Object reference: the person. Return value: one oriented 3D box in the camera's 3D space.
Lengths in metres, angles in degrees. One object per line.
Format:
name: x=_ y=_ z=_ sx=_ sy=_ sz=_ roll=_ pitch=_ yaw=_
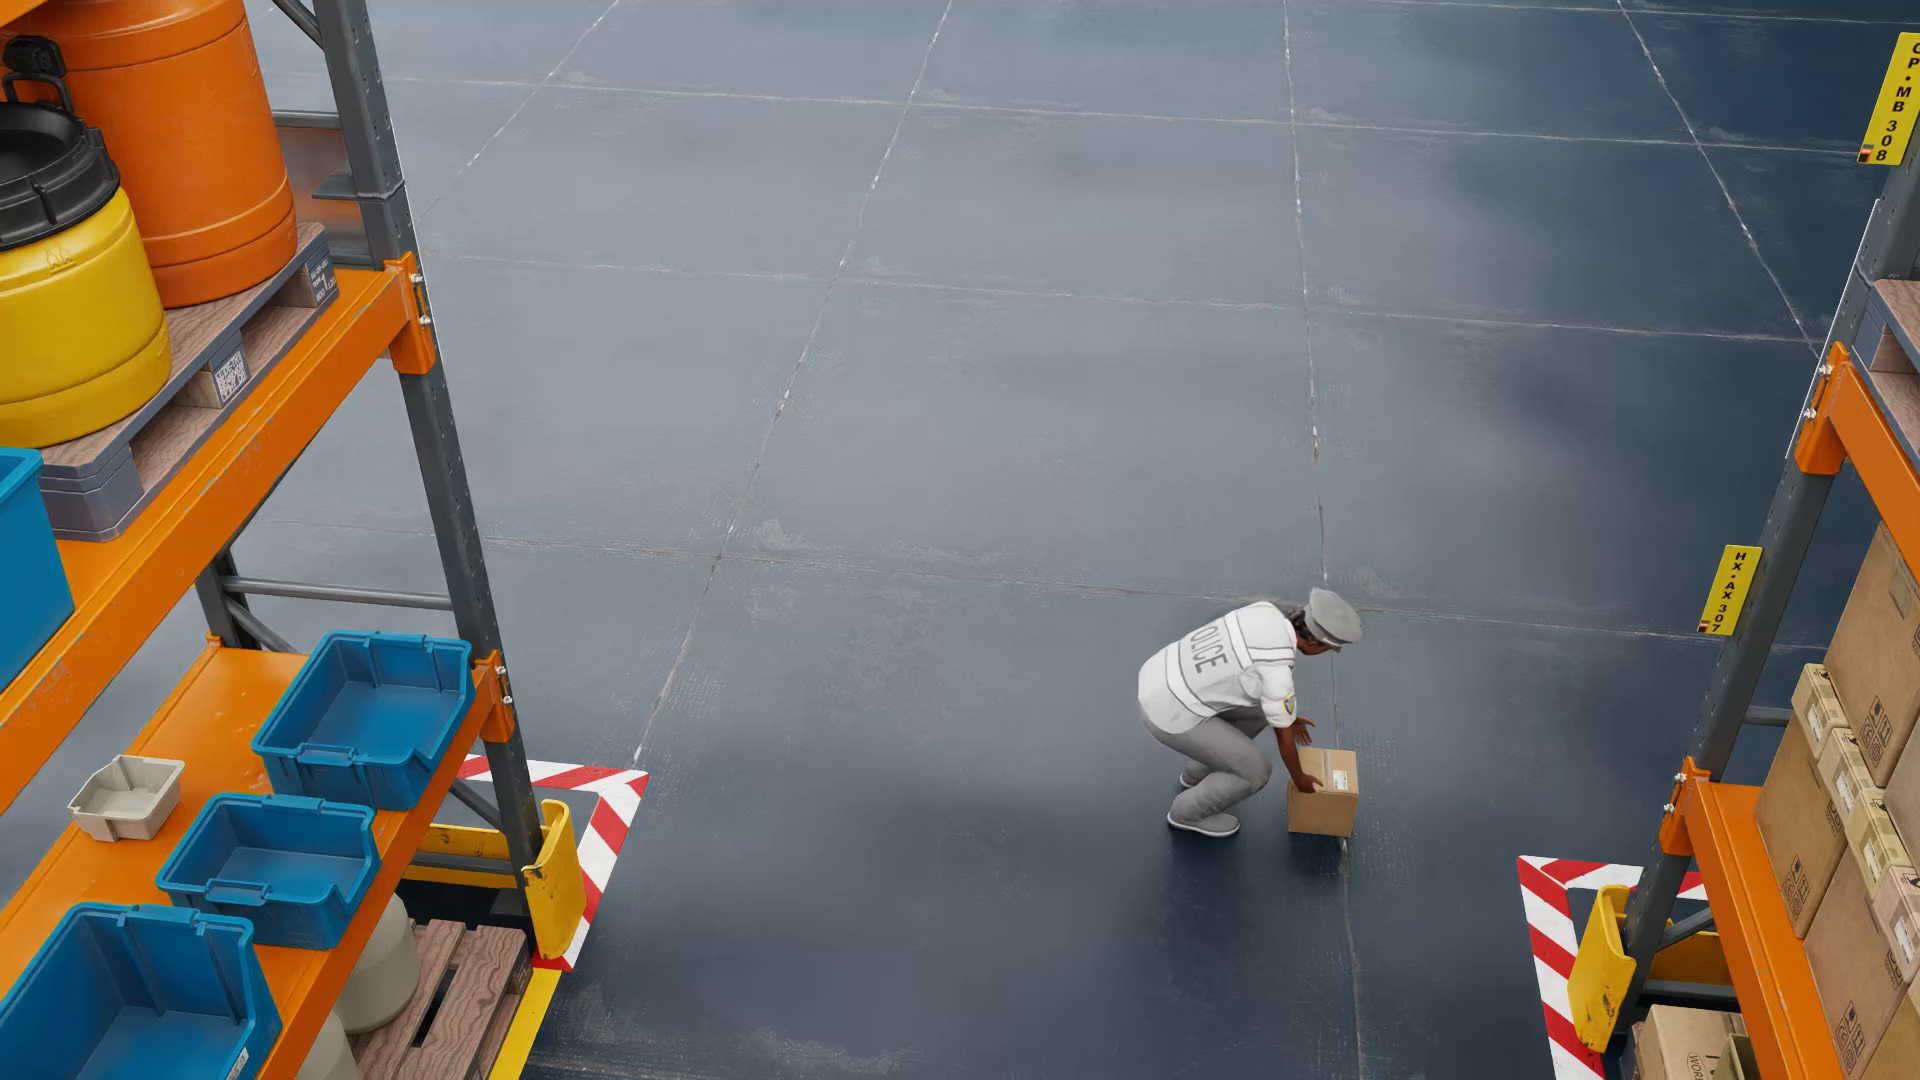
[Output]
person: x=1.125 y=0.660 z=6.635 sx=0.834 sy=1.083 sz=0.495 roll=4 pitch=37 yaw=6
